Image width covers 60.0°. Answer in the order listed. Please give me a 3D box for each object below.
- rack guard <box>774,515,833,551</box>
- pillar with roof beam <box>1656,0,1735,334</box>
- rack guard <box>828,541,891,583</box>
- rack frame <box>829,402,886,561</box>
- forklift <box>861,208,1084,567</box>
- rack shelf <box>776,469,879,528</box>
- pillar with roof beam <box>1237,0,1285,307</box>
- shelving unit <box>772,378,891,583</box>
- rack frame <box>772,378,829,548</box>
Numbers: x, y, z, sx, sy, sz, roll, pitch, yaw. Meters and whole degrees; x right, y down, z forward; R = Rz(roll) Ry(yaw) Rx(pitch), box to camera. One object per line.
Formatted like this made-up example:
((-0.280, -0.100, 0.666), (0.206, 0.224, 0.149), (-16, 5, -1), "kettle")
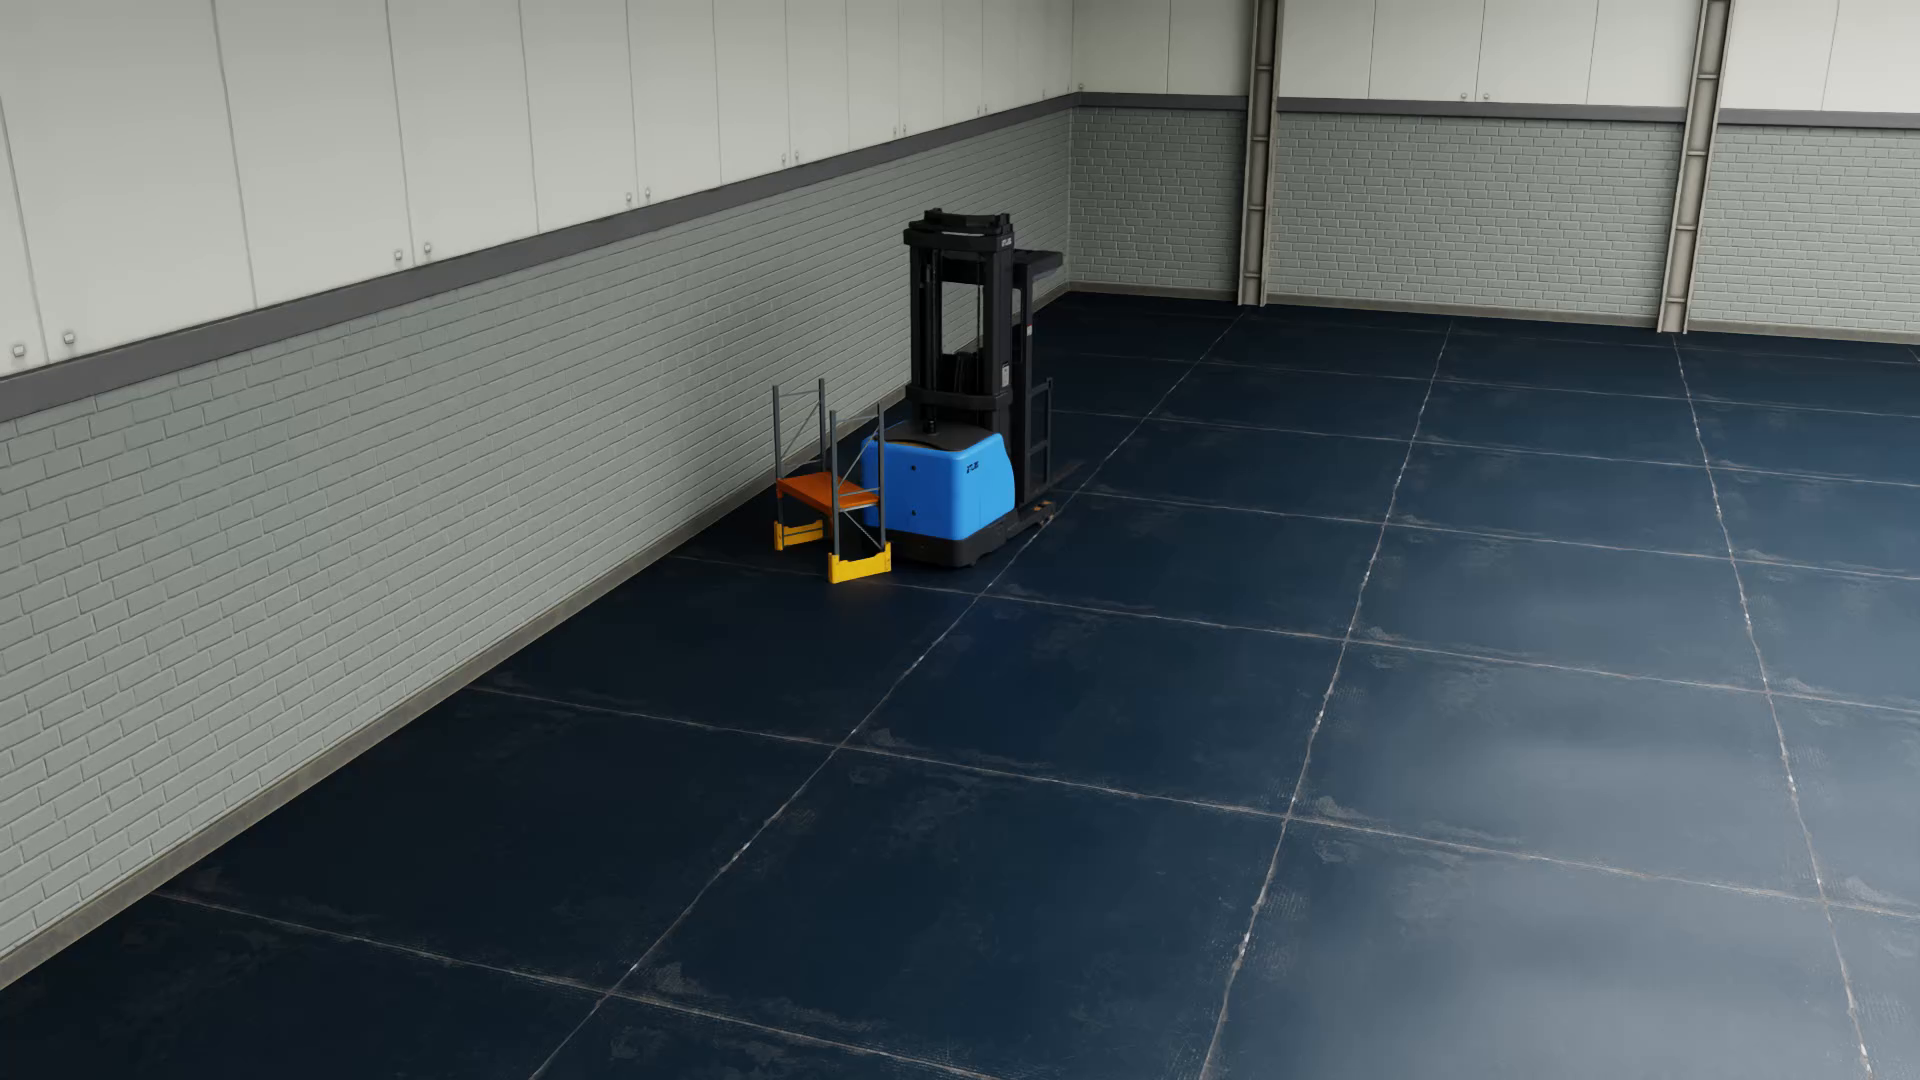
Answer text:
((-1.408, -0.085, 15.055), (0.587, 0.250, 0.087), (-12, 23, -31), "rack guard")
((8.755, -5.903, 18.454), (0.400, 9.000, 9.100), (7, 20, 18), "pillar with roof beam")
((-0.860, 0.188, 14.270), (0.587, 0.250, 0.087), (-12, 23, -31), "rack guard")
((-0.859, -0.401, 14.064), (0.500, 1.500, 0.032), (-12, 23, -31), "rack frame")
((0.255, -1.593, 15.306), (1.130, 2.935, 3.031), (10, 22, 26), "forklift")
((-1.139, -0.371, 14.524), (0.538, 0.185, 1.000), (-12, 23, -31), "rack shelf")
((3.087, -6.551, 20.313), (0.400, 9.000, 9.100), (7, 20, 18), "pillar with roof beam")
((-1.134, -0.539, 14.457), (0.587, 1.500, 1.083), (-12, 23, -31), "shelving unit")
((-1.419, -0.681, 14.865), (0.500, 1.500, 0.032), (-12, 23, -31), "rack frame")
